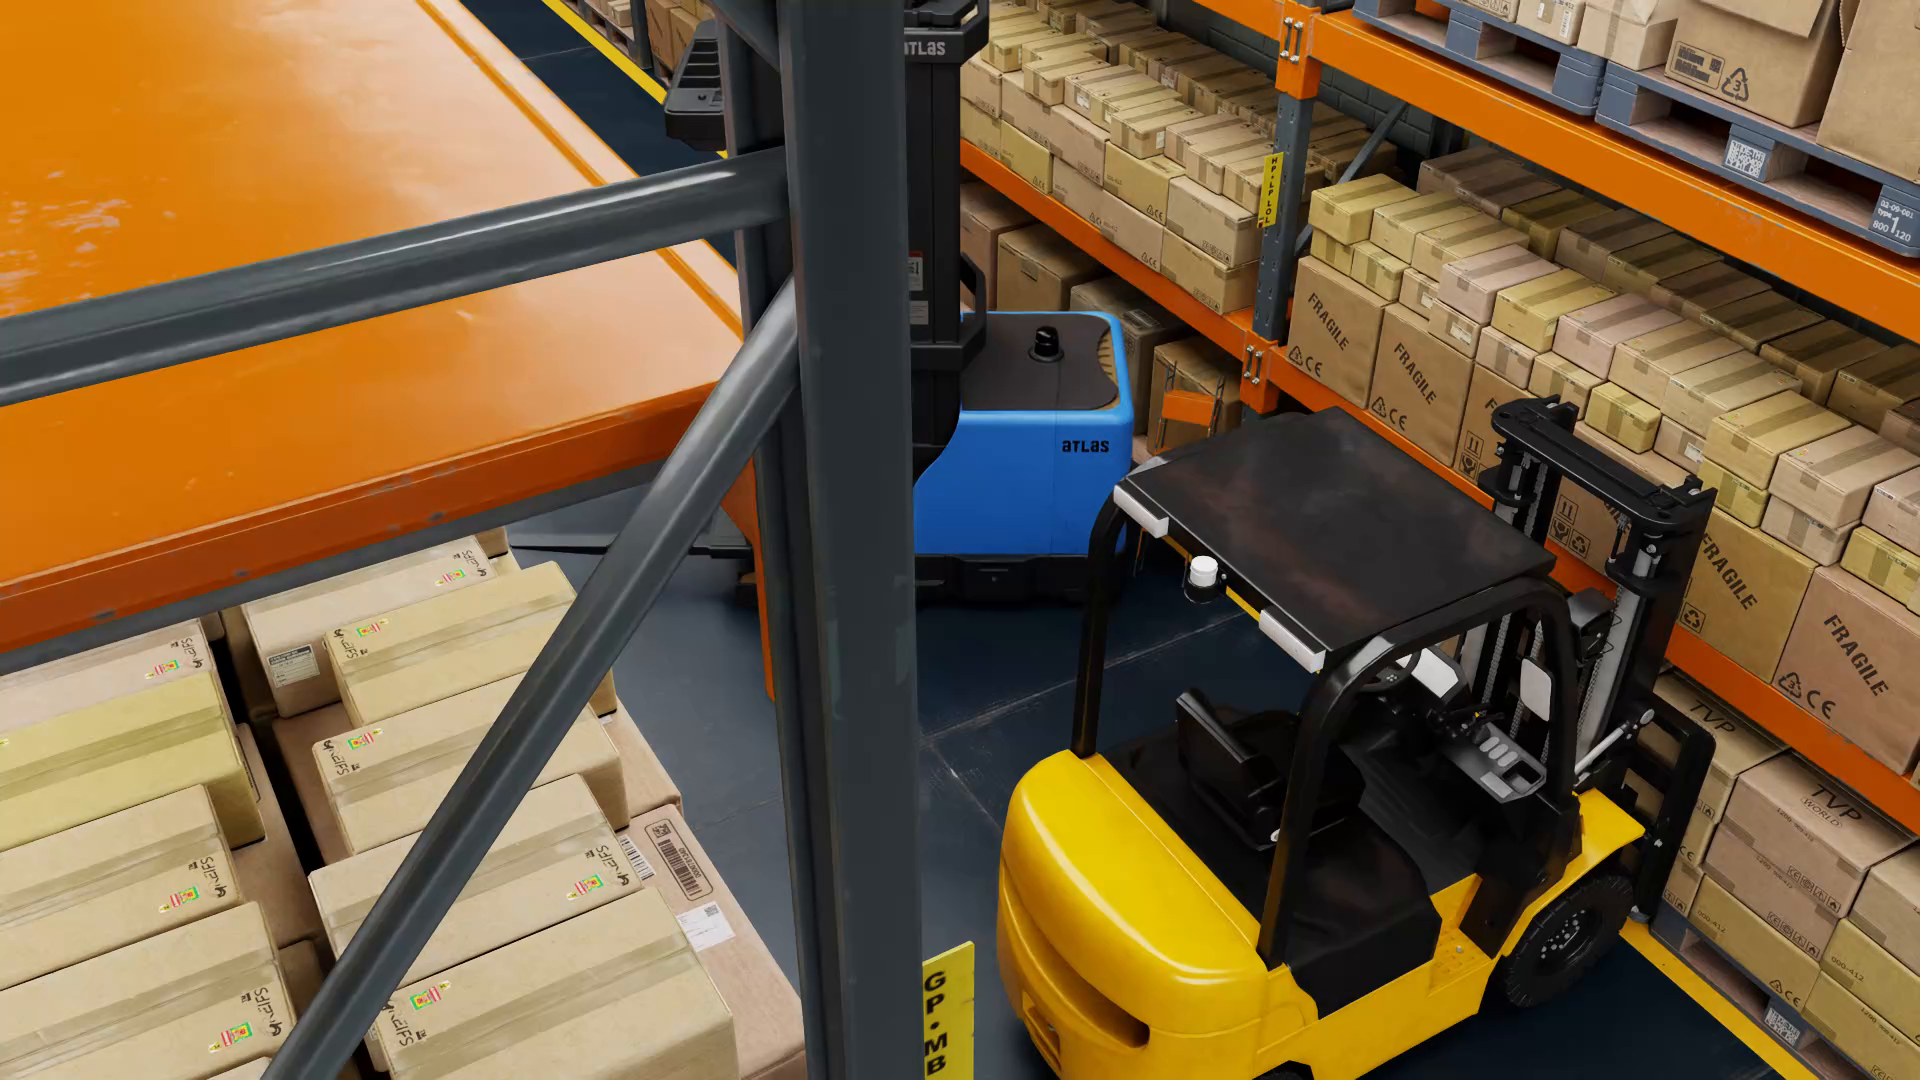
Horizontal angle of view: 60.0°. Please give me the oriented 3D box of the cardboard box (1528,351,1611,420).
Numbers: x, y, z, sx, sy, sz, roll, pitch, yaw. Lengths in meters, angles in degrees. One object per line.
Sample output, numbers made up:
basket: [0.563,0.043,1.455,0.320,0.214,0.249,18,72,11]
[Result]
cardboard box: [2.333,-0.611,6.136,0.380,0.149,0.250,-20,41,-25]

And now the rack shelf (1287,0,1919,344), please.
rack shelf: [2.787,-1.112,5.523,1.077,0.370,4.000,-19,40,-24]

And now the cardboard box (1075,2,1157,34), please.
cardboard box: [0.862,-2.833,9.178,0.380,0.149,0.250,-20,40,-25]

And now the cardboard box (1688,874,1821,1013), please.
cardboard box: [3.041,1.368,6.037,0.500,0.250,0.500,-19,40,-24]

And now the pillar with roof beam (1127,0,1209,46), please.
pillar with roof beam: [-2.515,-4.000,6.324,9.100,9.000,0.400,-19,40,-24]

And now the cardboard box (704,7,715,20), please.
cardboard box: [-1.699,-3.931,12.529,0.380,0.149,0.250,-19,40,-24]

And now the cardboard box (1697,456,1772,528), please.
cardboard box: [2.710,-0.214,5.592,0.380,0.149,0.250,-19,40,-24]

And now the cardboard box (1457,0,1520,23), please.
cardboard box: [1.989,-2.100,5.900,0.500,0.311,0.500,-18,40,-23]

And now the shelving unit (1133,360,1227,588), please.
shelving unit: [1.058,-0.318,8.012,0.252,1.050,0.215,12,16,15]

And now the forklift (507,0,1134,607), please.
forklift: [-0.712,-1.170,7.595,3.031,2.935,1.130,0,36,0]

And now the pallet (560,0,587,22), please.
pallet: [-3.198,-5.138,15.333,1.003,0.211,1.213,-19,40,-24]

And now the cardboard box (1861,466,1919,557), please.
cardboard box: [3.063,-0.105,5.190,0.380,0.149,0.250,-19,40,-24]

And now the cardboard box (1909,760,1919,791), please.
cardboard box: [3.318,0.616,5.006,0.500,0.500,0.500,-20,41,-25]

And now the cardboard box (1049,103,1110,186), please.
cardboard box: [0.798,-2.049,8.443,0.500,0.250,0.500,-18,40,-23]

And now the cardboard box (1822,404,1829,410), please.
cardboard box: [3.095,-0.511,5.999,0.380,0.149,0.250,-19,40,-24]

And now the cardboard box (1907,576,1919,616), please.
cardboard box: [3.144,0.161,5.079,0.380,0.149,0.250,-18,40,-23]

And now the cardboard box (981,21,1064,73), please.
cardboard box: [0.336,-2.648,8.925,0.380,0.149,0.250,-18,40,-23]

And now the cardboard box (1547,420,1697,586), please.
cardboard box: [2.545,-0.166,6.077,0.500,0.500,0.500,-19,40,-24]

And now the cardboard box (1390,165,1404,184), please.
cardboard box: [1.749,-1.687,7.947,0.500,0.250,0.500,-20,40,-25]

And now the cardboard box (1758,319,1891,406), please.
cardboard box: [3.055,-0.625,5.903,0.380,0.149,0.250,-19,40,-24]

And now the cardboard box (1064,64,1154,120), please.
cardboard box: [0.751,-2.264,8.400,0.380,0.149,0.250,-19,40,-24]

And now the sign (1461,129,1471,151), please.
sign: [2.261,-1.758,7.539,0.100,0.325,0.005,-19,40,-24]

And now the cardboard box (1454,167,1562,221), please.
cardboard box: [2.294,-1.420,6.991,0.380,0.149,0.250,-20,41,-25]

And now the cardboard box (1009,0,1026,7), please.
cardboard box: [0.416,-3.197,9.676,0.380,0.149,0.250,-19,40,-24]

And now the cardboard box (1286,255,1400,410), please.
cardboard box: [1.779,-0.947,7.147,0.500,0.500,0.500,-20,41,-25]

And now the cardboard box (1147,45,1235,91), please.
cardboard box: [1.196,-2.422,8.615,0.380,0.149,0.250,-19,40,-24]

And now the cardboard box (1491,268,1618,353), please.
cardboard box: [2.225,-0.863,6.228,0.380,0.149,0.250,-20,40,-25]

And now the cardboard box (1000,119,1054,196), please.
cardboard box: [0.557,-2.108,8.947,0.500,0.250,0.500,-18,40,-22]

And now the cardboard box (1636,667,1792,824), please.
cardboard box: [2.767,0.711,6.089,0.500,0.250,0.500,-18,40,-23]

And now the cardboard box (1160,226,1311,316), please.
cardboard box: [1.303,-1.330,7.882,0.500,0.250,0.500,-18,40,-23]

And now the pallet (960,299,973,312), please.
pallet: [0.152,-1.693,10.617,1.003,0.211,1.213,-19,40,-24]

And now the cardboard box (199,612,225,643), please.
cardboard box: [-1.472,0.105,2.784,0.380,0.149,0.250,-20,41,-25]

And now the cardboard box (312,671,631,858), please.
cardboard box: [-0.713,0.359,2.437,0.380,0.149,0.250,-19,40,-24]

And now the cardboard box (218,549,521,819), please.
cardboard box: [-1.046,0.180,3.020,0.500,0.250,0.500,-18,40,-23]

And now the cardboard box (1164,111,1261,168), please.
cardboard box: [1.196,-1.888,7.884,0.380,0.149,0.250,-19,40,-24]

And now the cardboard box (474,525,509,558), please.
cardboard box: [-1.042,-0.047,2.992,0.380,0.149,0.250,-18,40,-23]

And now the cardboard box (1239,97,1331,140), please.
cardboard box: [1.577,-2.036,8.087,0.380,0.149,0.250,-19,40,-24]

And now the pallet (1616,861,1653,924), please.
pallet: [2.763,0.956,6.989,1.003,0.211,1.213,-19,40,-24]

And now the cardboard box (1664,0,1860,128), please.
cardboard box: [2.670,-1.649,5.120,0.797,0.503,0.637,-18,40,-22]

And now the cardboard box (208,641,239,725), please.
cardboard box: [-1.505,0.330,2.814,0.500,0.250,0.500,-18,40,-23]

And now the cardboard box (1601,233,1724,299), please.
cardboard box: [2.731,-1.041,6.473,0.380,0.149,0.250,-20,40,-25]

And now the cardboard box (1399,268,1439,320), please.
cardboard box: [2.001,-1.016,6.691,0.380,0.149,0.250,-19,40,-24]

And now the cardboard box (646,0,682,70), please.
cardboard box: [-2.189,-4.137,13.362,0.500,0.500,0.500,-17,39,-22]

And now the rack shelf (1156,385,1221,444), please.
rack shelf: [1.094,-0.579,7.941,0.240,0.259,0.215,12,16,15]

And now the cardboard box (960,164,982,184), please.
cardboard box: [0.074,-2.139,10.520,0.875,0.625,0.625,-18,40,-23]

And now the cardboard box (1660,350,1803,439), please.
cardboard box: [2.654,-0.494,5.724,0.380,0.149,0.250,-18,40,-23]

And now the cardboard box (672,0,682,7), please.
cardboard box: [-2.081,-4.332,13.079,0.380,0.149,0.250,-20,41,-25]

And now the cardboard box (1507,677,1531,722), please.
cardboard box: [2.509,0.640,6.609,0.500,0.250,0.500,-19,40,-24]

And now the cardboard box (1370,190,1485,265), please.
cardboard box: [1.911,-1.281,6.801,0.380,0.149,0.250,-18,40,-23]

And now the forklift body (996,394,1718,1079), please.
forklift body: [1.262,0.745,5.633,2.313,2.155,1.214,-19,40,-24]

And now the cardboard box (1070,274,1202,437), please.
cardboard box: [1.127,-1.082,9.073,0.875,0.625,0.625,-19,40,-24]

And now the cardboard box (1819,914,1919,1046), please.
cardboard box: [3.277,1.412,5.552,0.500,0.250,0.500,-19,40,-24]

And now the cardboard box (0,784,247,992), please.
cardboard box: [-1.164,0.517,2.219,0.380,0.149,0.250,-19,40,-24]

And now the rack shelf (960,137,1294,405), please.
rack shelf: [0.777,-1.940,9.200,1.077,0.370,4.000,-19,40,-24]
